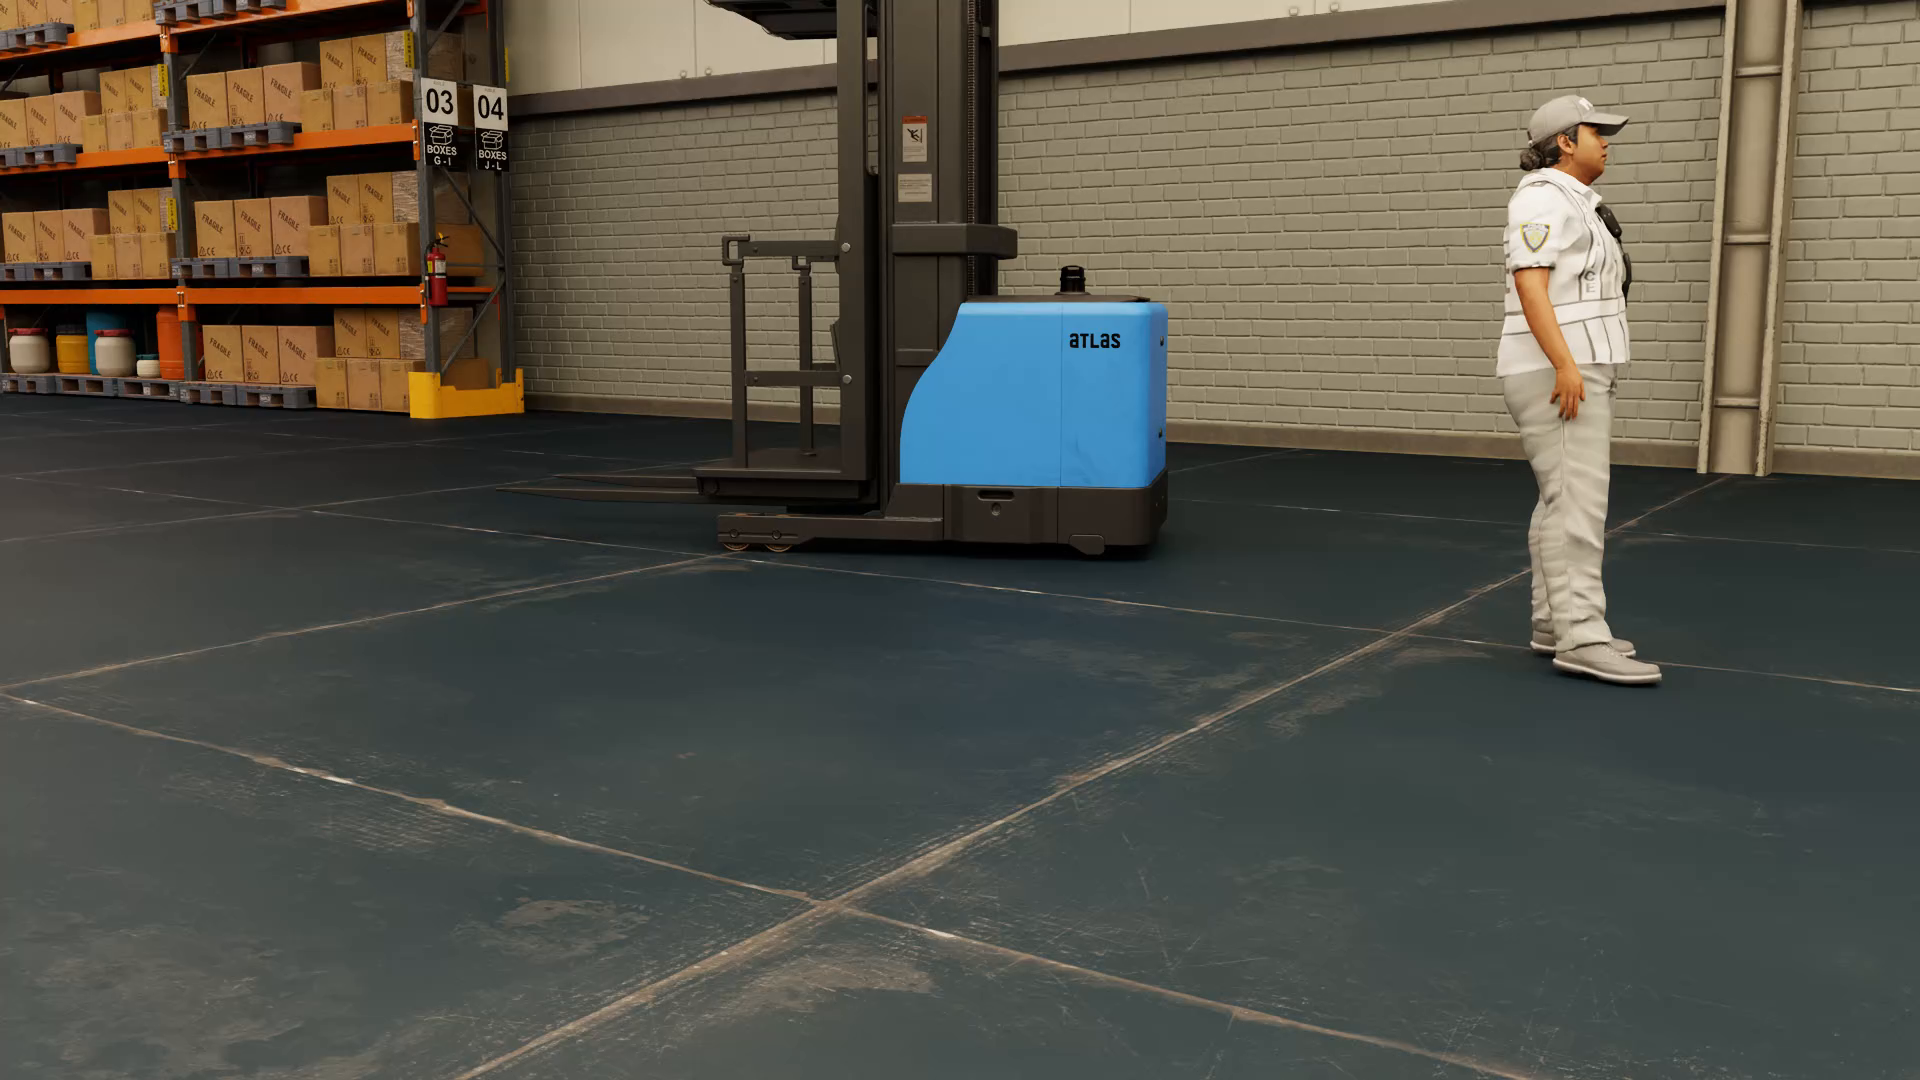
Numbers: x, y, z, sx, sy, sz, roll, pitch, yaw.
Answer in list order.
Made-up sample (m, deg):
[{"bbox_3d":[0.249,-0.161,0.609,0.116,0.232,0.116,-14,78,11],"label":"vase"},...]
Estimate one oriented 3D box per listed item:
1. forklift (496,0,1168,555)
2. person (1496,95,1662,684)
[{"bbox_3d":[-0.596,-1.469,7.520,3.031,2.935,1.130,2,8,12],"label":"forklift"},{"bbox_3d":[1.862,-0.466,4.907,0.529,1.671,0.599,4,9,29],"label":"person"}]
